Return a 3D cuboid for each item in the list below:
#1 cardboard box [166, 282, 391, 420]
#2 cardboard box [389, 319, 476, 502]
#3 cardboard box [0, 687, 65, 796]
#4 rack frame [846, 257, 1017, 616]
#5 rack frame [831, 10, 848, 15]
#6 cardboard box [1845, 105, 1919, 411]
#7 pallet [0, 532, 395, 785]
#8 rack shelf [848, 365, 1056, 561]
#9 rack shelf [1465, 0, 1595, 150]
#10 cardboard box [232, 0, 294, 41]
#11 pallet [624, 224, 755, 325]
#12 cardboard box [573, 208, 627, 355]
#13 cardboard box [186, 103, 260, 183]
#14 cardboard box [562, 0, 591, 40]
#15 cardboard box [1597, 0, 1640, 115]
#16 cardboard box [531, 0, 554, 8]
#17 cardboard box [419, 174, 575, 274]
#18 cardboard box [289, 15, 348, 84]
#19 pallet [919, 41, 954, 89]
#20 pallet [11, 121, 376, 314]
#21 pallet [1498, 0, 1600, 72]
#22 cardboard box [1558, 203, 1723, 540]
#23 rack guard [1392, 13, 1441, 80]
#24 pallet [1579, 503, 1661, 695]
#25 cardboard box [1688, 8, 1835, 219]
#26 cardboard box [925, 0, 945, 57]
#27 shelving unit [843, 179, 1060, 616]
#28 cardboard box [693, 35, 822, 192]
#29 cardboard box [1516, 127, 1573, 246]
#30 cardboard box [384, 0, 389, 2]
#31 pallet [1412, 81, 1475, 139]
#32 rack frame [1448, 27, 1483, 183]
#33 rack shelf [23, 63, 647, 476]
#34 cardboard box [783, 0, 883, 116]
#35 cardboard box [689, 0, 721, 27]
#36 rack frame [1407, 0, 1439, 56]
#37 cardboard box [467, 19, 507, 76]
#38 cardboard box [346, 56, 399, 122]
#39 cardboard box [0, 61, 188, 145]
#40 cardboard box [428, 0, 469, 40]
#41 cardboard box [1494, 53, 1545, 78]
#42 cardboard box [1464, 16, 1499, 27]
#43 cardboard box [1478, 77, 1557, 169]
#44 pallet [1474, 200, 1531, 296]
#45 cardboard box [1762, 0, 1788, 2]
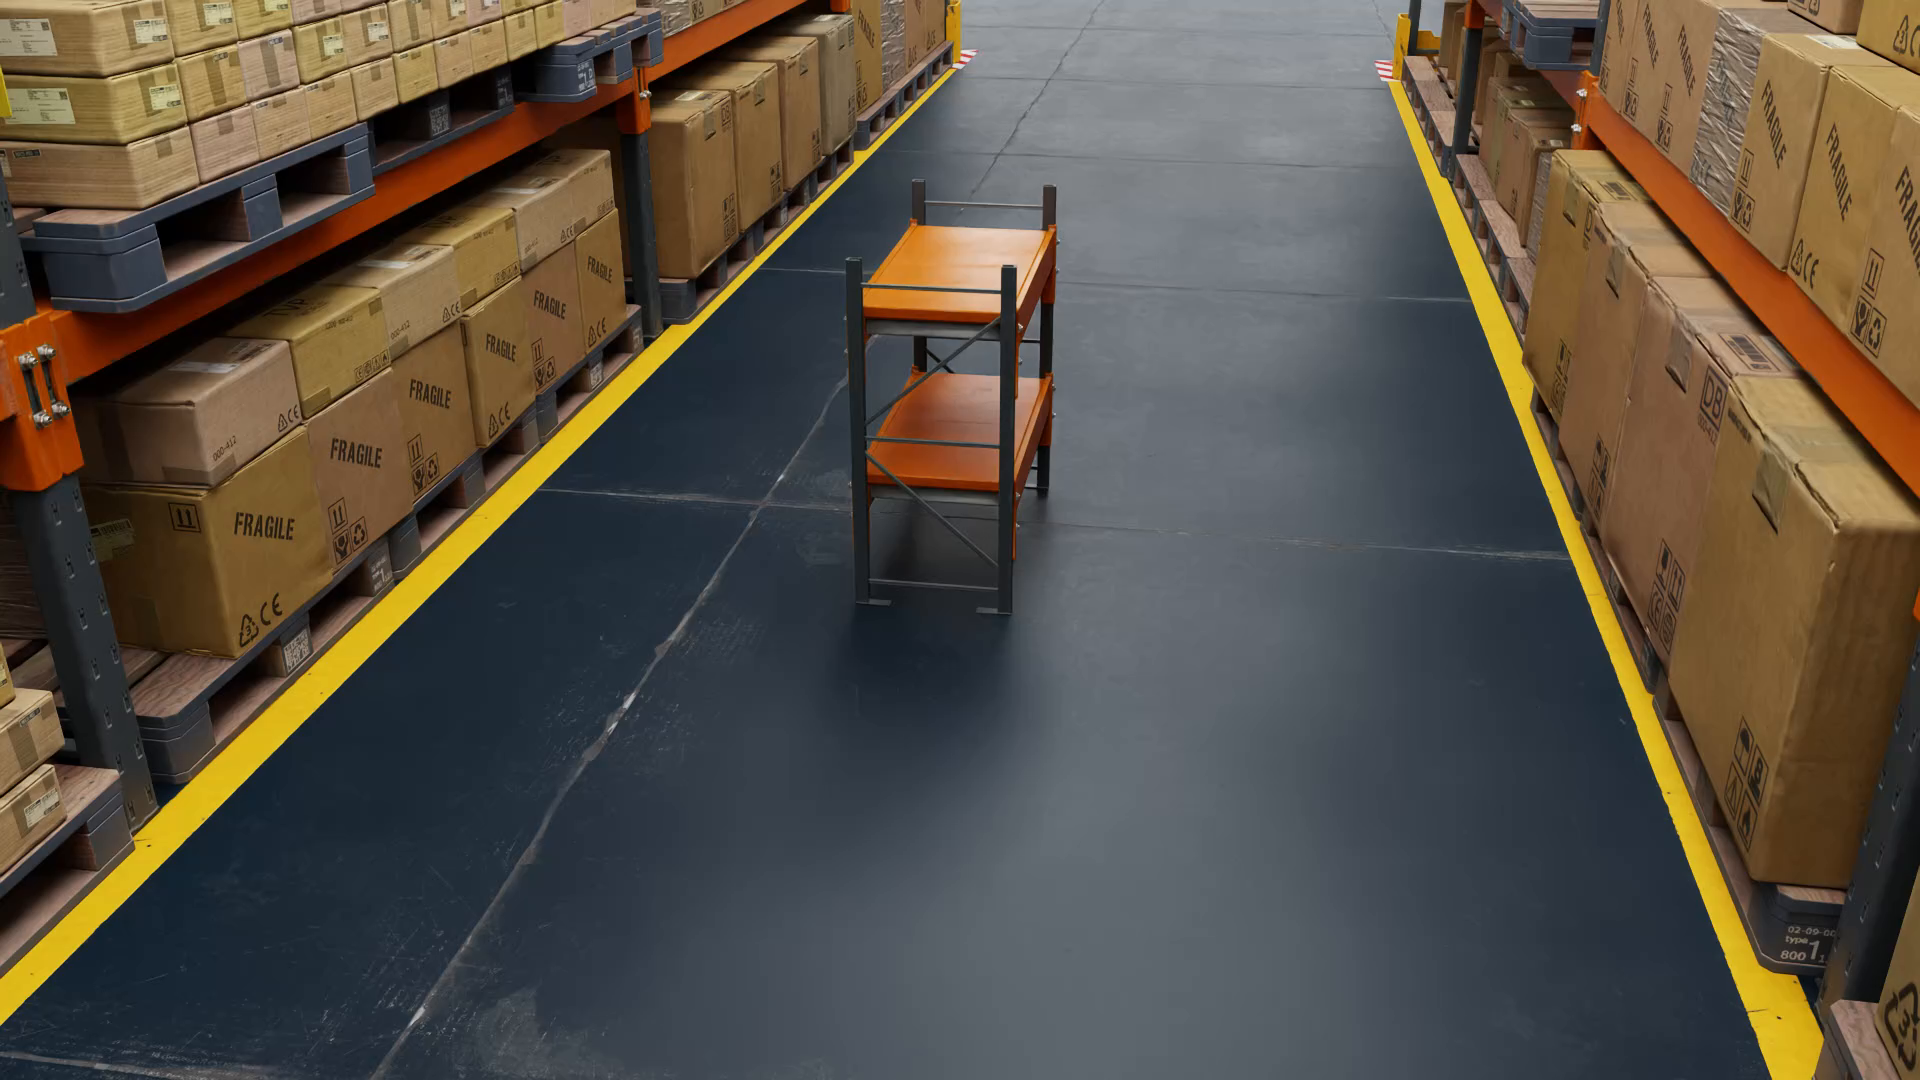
[{"bbox_3d":[-2.087,-0.583,5.025,0.500,0.250,0.500,5,25,10],"label":"cardboard box"},{"bbox_3d":[-2.014,-0.462,5.651,0.500,0.500,0.500,4,25,9],"label":"cardboard box"},{"bbox_3d":[-2.291,0.449,3.770,0.380,0.149,0.250,5,25,10],"label":"cardboard box"},{"bbox_3d":[-0.084,-0.294,5.051,0.500,1.125,0.032,4,25,9],"label":"rack frame"},{"bbox_3d":[-1.246,-4.017,10.794,1.000,3.000,0.127,4,25,9],"label":"rack frame"},{"bbox_3d":[2.130,-0.545,3.259,0.500,0.500,0.500,4,25,9],"label":"cardboard box"},{"bbox_3d":[-2.428,0.266,4.933,1.003,0.211,1.213,4,25,9],"label":"pallet"},{"bbox_3d":[-0.001,-0.285,5.609,0.538,0.278,1.000,4,25,9],"label":"rack shelf"},{"bbox_3d":[3.304,-2.469,8.335,1.077,0.370,4.000,4,25,9],"label":"rack shelf"},{"bbox_3d":[-1.951,-1.374,4.247,0.380,0.149,0.250,4,25,9],"label":"cardboard box"},{"bbox_3d":[-1.696,-1.406,8.505,1.003,0.211,1.213,4,25,9],"label":"pallet"},{"bbox_3d":[-1.749,-1.109,7.034,0.500,0.500,0.500,4,25,8],"label":"cardboard box"},{"bbox_3d":[-1.996,-0.997,4.143,0.380,0.149,0.250,4,25,9],"label":"cardboard box"},{"bbox_3d":[-1.611,-1.971,6.224,0.380,0.149,0.250,4,25,9],"label":"cardboard box"},{"bbox_3d":[2.629,-1.819,5.981,0.500,0.500,0.500,5,26,10],"label":"cardboard box"},{"bbox_3d":[-1.655,-1.991,5.915,0.380,0.149,0.250,4,25,9],"label":"cardboard box"},{"bbox_3d":[-1.824,-1.226,6.399,0.500,0.250,0.500,4,25,9],"label":"cardboard box"},{"bbox_3d":[-1.911,-1.341,4.526,0.380,0.149,0.250,3,25,6],"label":"cardboard box"},{"bbox_3d":[-0.646,-4.087,14.234,1.003,0.211,1.213,4,25,9],"label":"pallet"},{"bbox_3d":[-2.285,-0.894,4.348,1.003,0.211,1.213,4,25,9],"label":"pallet"},{"bbox_3d":[2.989,-2.177,7.089,1.213,0.211,1.003,4,25,9],"label":"pallet"},{"bbox_3d":[2.691,-0.527,5.348,1.225,0.875,0.875,4,25,9],"label":"cardboard box"},{"bbox_3d":[4.272,-4.140,14.006,1.175,0.500,0.348,4,25,9],"label":"rack guard"},{"bbox_3d":[2.572,0.138,5.207,1.003,0.211,1.213,4,25,9],"label":"pallet"},{"bbox_3d":[2.383,-1.180,4.615,0.500,0.500,0.500,4,25,9],"label":"cardboard box"},{"bbox_3d":[-0.638,-4.630,14.114,0.875,0.875,0.875,4,25,9],"label":"cardboard box"},{"bbox_3d":[-0.001,-0.507,5.506,0.538,1.125,1.048,4,25,9],"label":"shelving unit"},{"bbox_3d":[-1.420,-2.520,9.753,1.050,0.750,0.750,4,25,9],"label":"cardboard box"},{"bbox_3d":[3.231,-1.778,8.439,0.700,0.500,0.500,6,26,13],"label":"cardboard box"},{"bbox_3d":[-1.825,-1.691,4.924,0.380,0.149,0.250,5,26,10],"label":"cardboard box"},{"bbox_3d":[3.903,-3.164,12.260,1.003,0.211,1.213,4,25,9],"label":"pallet"},{"bbox_3d":[3.631,-3.631,9.970,1.000,3.000,0.127,4,25,9],"label":"rack frame"},{"bbox_3d":[-2.226,-1.182,5.586,1.077,0.370,4.000,4,25,9],"label":"rack shelf"},{"bbox_3d":[-1.074,-3.503,11.707,0.875,0.875,0.875,4,25,9],"label":"cardboard box"},{"bbox_3d":[-1.480,-2.772,8.015,0.500,0.500,0.500,4,25,8],"label":"cardboard box"},{"bbox_3d":[4.285,-5.304,13.544,1.000,3.000,0.127,4,25,9],"label":"rack frame"},{"bbox_3d":[-1.742,-1.647,5.530,0.380,0.149,0.250,5,26,10],"label":"cardboard box"},{"bbox_3d":[-1.868,-1.313,4.817,0.380,0.149,0.250,3,25,6],"label":"cardboard box"},{"bbox_3d":[-2.035,-1.015,3.831,0.380,0.149,0.250,4,25,9],"label":"cardboard box"},{"bbox_3d":[-1.782,-1.670,5.229,0.380,0.149,0.250,4,25,7],"label":"cardboard box"},{"bbox_3d":[3.736,-2.854,10.762,0.500,0.500,0.500,3,25,7],"label":"cardboard box"},{"bbox_3d":[3.981,-3.590,12.334,0.500,0.500,0.500,6,26,13],"label":"cardboard box"},{"bbox_3d":[3.509,-2.443,9.861,0.700,0.500,0.500,2,25,4],"label":"cardboard box"},{"bbox_3d":[3.308,-1.531,8.772,1.003,0.211,1.213,4,25,9],"label":"pallet"},{"bbox_3d":[2.732,-1.881,4.929,0.797,0.503,0.637,5,25,10],"label":"cardboard box"}]
